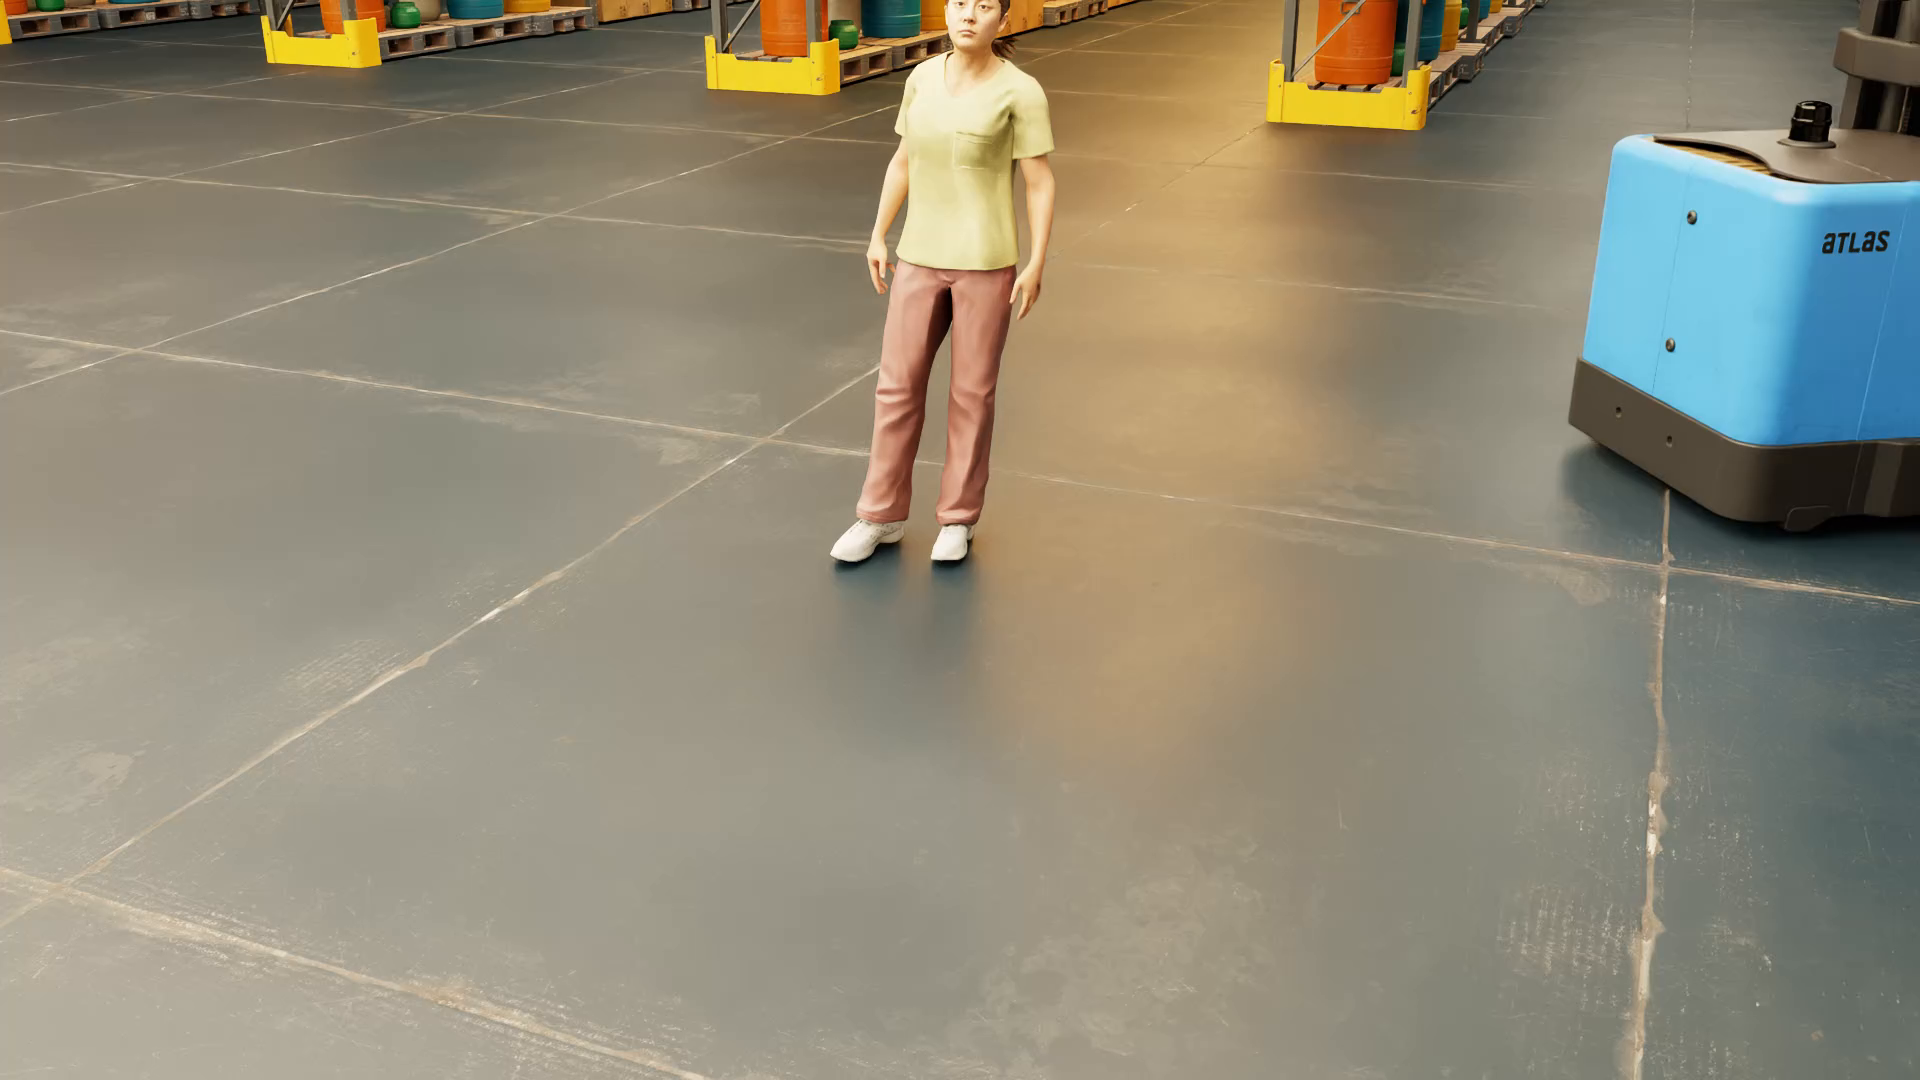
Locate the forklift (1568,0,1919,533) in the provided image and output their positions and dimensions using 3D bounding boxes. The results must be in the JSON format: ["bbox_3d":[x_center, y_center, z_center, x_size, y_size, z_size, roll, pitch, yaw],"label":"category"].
[{"bbox_3d":[3.726,-1.636,5.207,3.031,2.935,1.130,-4,23,-10],"label":"forklift"}]

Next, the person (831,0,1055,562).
[{"bbox_3d":[-0.039,-0.755,4.708,0.553,1.675,0.549,9,24,21],"label":"person"}]
